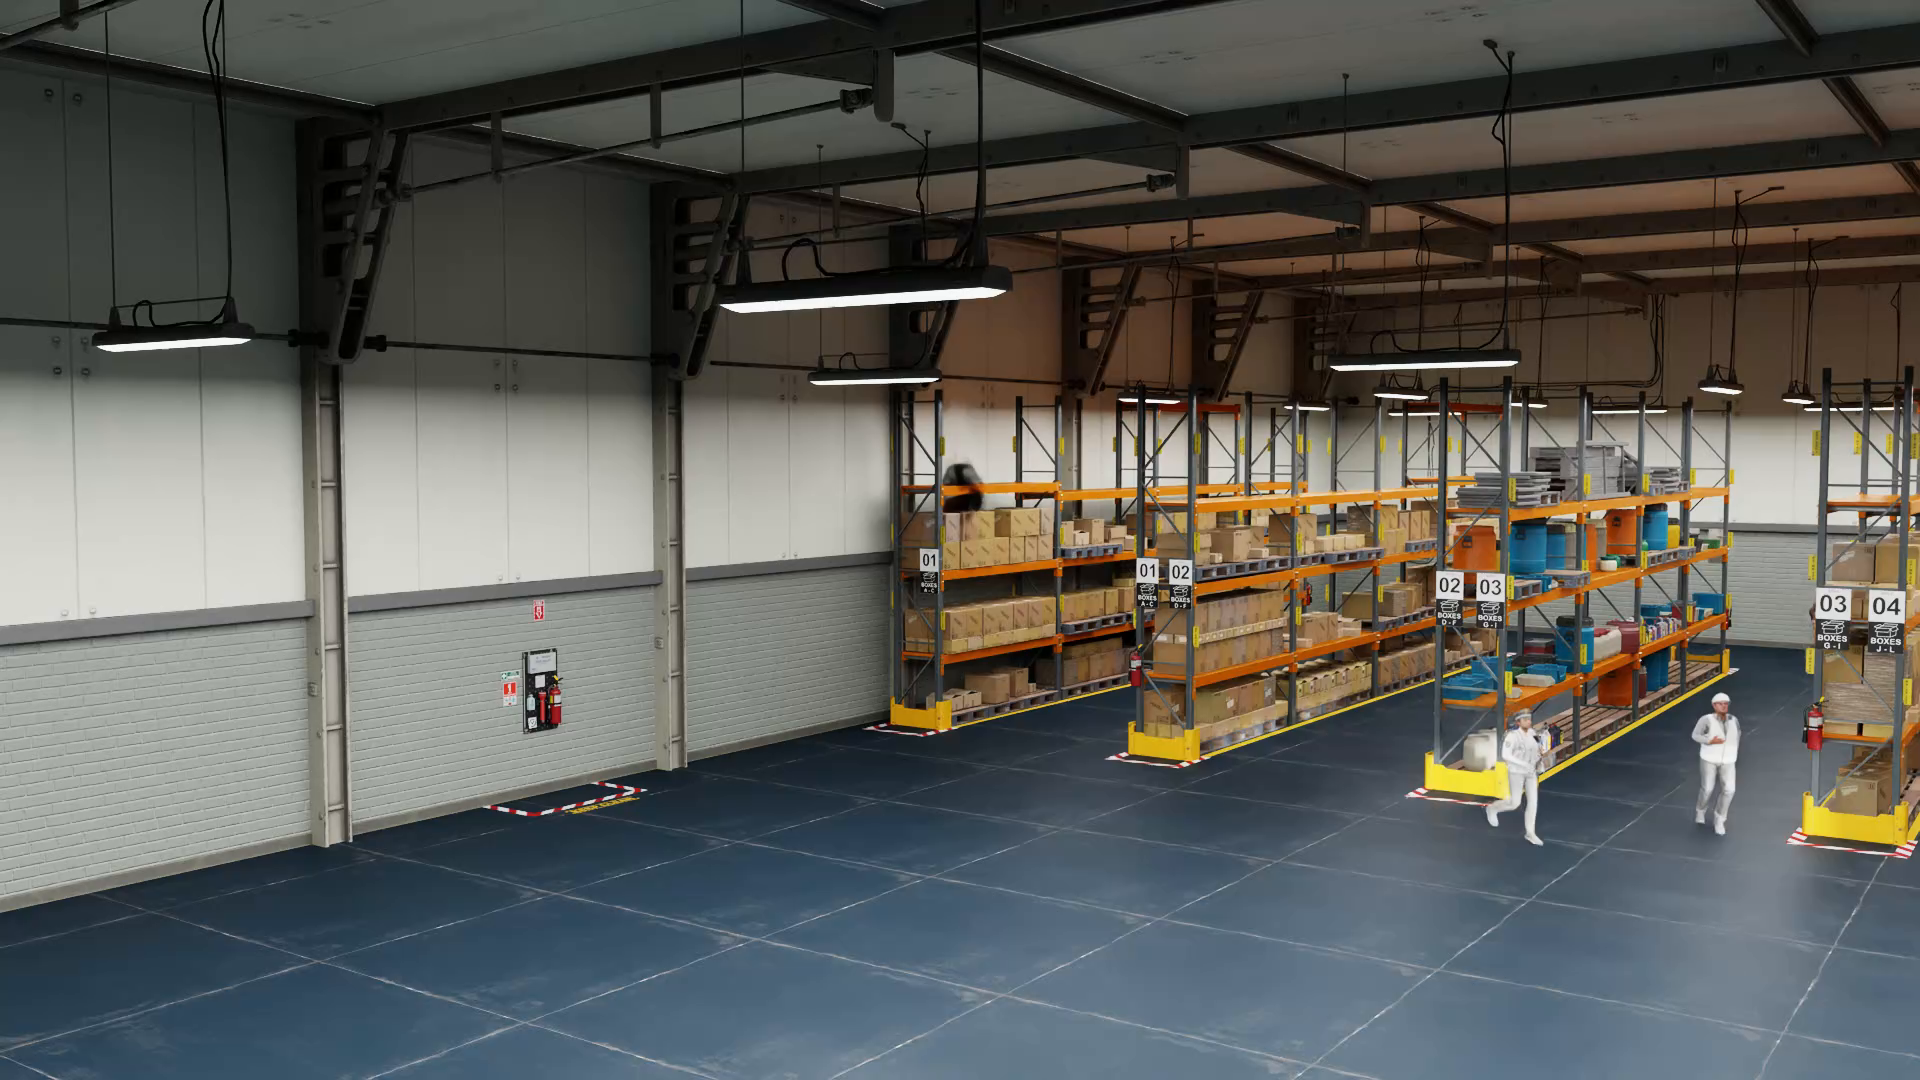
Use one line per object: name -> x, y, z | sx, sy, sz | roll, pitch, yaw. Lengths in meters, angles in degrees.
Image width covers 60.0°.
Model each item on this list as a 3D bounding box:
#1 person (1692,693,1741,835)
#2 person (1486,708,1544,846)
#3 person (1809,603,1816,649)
person -> 9.884, 2.906, 21.711 | 0.678, 1.843, 0.700 | 0, 3, 6
person -> 7.143, 2.975, 21.223 | 0.625, 1.702, 0.859 | -1, 3, -22
person -> 19.714, 2.006, 37.805 | 0.712, 1.735, 0.642 | -3, 4, -41
